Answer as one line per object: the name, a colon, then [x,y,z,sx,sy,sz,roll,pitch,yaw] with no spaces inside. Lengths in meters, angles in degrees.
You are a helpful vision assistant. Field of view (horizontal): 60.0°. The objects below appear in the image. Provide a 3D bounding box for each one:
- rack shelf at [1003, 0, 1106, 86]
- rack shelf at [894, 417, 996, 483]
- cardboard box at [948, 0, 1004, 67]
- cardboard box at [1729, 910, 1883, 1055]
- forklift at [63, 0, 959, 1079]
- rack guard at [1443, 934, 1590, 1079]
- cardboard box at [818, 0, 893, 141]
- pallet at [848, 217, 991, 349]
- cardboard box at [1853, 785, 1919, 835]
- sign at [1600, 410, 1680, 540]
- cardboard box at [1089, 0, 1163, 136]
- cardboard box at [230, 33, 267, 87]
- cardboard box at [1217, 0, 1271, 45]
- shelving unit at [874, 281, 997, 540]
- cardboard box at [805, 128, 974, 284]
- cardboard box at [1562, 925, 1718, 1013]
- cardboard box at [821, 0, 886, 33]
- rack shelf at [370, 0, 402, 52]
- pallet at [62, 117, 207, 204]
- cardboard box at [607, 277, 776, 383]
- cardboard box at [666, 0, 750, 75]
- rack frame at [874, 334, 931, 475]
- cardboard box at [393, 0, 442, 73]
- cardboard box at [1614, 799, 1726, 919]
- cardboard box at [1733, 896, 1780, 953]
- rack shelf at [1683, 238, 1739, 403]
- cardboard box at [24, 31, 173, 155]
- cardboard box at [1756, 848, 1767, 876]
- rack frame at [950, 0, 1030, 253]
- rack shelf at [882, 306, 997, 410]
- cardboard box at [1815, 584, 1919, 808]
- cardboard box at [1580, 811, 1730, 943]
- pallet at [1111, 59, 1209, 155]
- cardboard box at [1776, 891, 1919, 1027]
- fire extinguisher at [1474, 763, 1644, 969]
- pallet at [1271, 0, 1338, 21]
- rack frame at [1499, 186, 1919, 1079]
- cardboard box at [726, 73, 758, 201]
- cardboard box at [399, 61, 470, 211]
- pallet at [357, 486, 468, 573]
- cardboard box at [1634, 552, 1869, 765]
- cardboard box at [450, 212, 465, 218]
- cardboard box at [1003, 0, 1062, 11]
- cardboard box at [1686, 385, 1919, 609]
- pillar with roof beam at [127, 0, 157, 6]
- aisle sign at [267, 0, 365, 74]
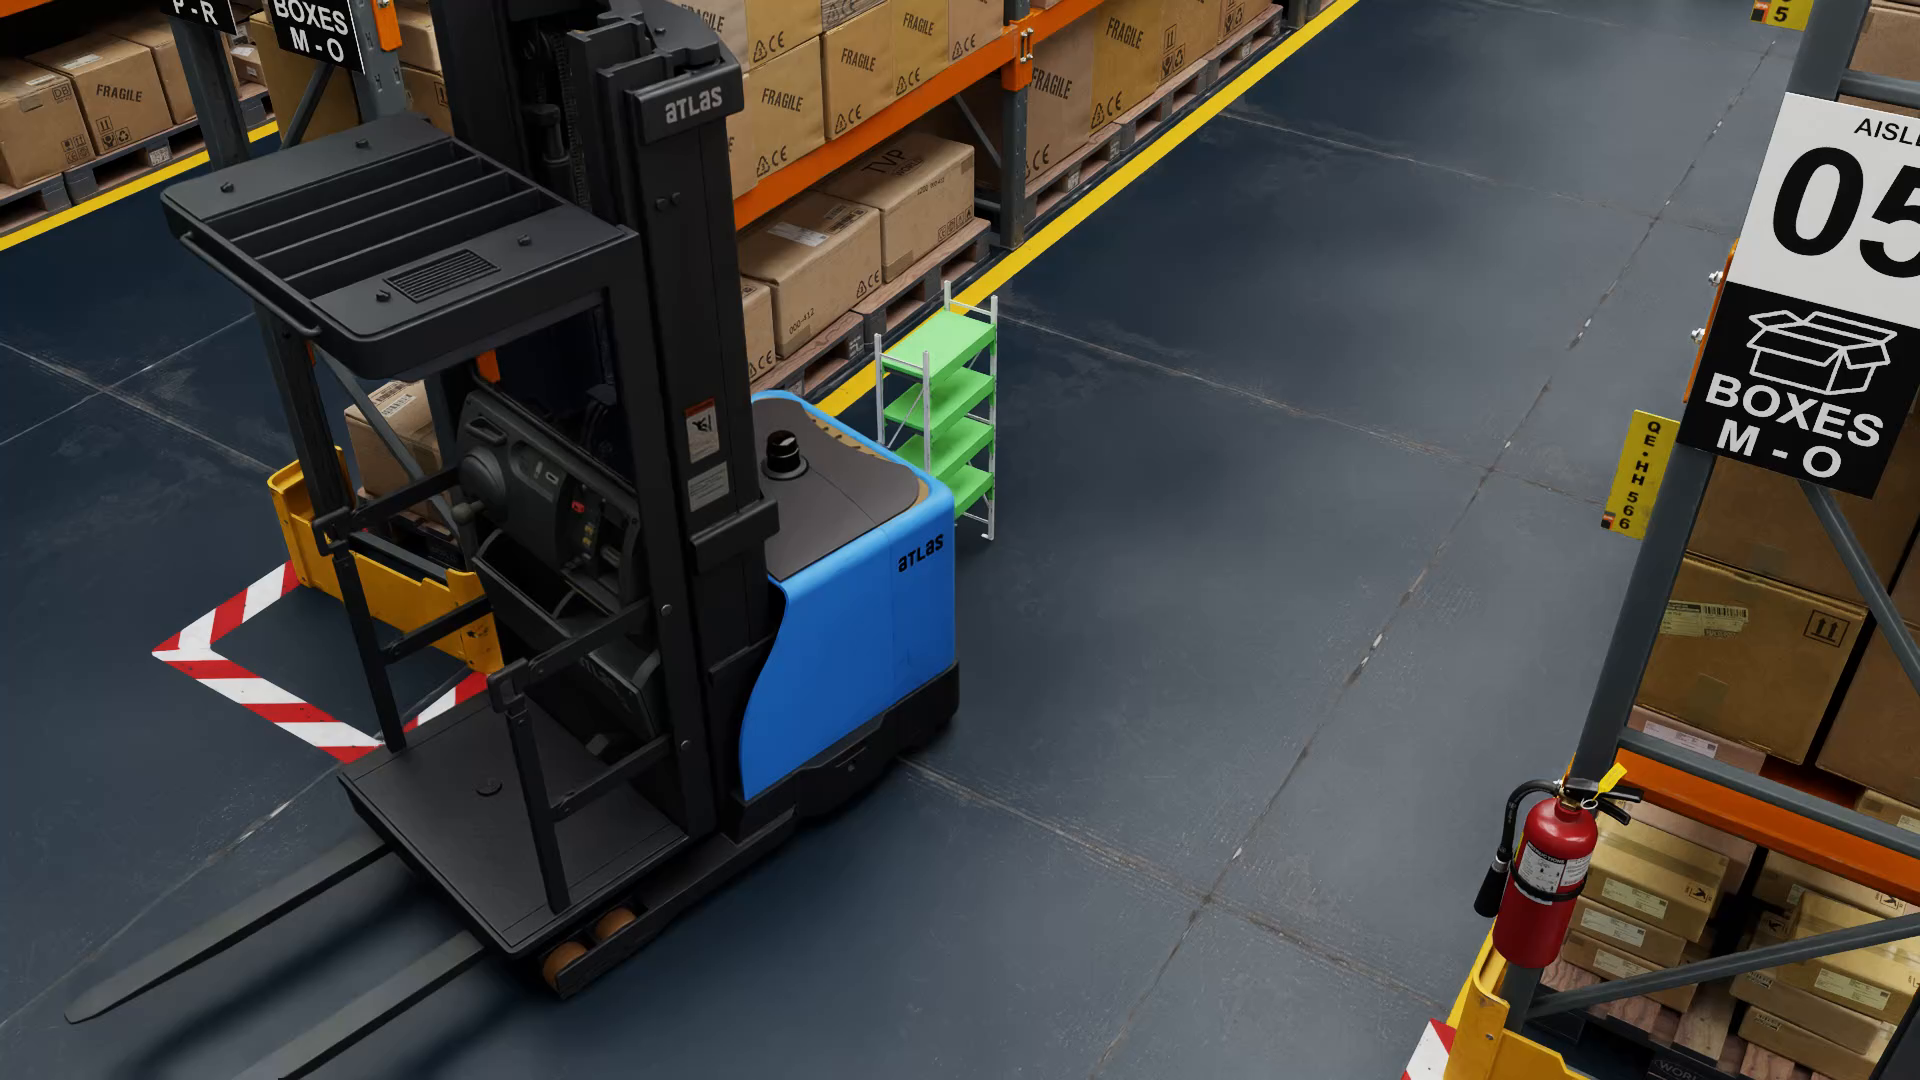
rack shelf: [0.980,-3.744,10.239,1.077,0.370,4.000,21,42,25]
rack shelf: [-0.089,-0.339,6.812,0.258,0.148,0.480,21,42,25]
cardboard box: [-0.124,-2.715,8.233,0.500,0.500,0.500,22,43,26]
cardboard box: [2.497,1.290,4.867,0.380,0.149,0.250,23,43,27]
forklift: [-1.404,-0.060,4.927,3.031,2.935,1.130,-31,47,-34]
rack guard: [2.040,1.582,4.788,1.175,0.500,0.348,21,42,25]
cardboard box: [-0.652,-2.184,7.544,0.500,0.500,0.500,21,42,24]
pallet: [-0.565,-1.527,9.058,1.003,0.211,1.213,21,42,25]
cardboard box: [2.450,0.671,4.128,0.380,0.149,0.250,21,42,25]
sign: [1.542,-0.144,3.773,0.100,0.325,0.005,21,42,25]
cardboard box: [0.651,-3.137,10.258,0.875,0.875,0.875,22,43,26]
cardboard box: [-4.526,-3.136,10.756,0.396,0.266,0.258,23,43,27]
cardboard box: [1.611,-4.056,11.450,0.875,0.875,0.875,21,42,25]
shelving unit: [-0.089,-0.390,6.773,0.258,1.200,0.503,21,42,25]
cardboard box: [-0.518,-1.861,8.961,0.875,0.438,0.875,21,42,24]
cardboard box: [2.105,1.255,5.157,0.380,0.149,0.250,22,43,26]
cardboard box: [-0.654,-2.575,7.233,0.500,0.500,0.500,22,43,26]
rack shelf: [-1.163,-2.870,6.648,1.077,0.370,4.000,21,42,25]
pallet: [-5.306,-2.530,10.359,1.003,0.211,1.213,21,42,25]
cardboard box: [-1.482,-0.935,7.760,0.875,0.438,0.875,22,43,26]
cardboard box: [-1.197,-2.062,6.567,0.500,0.500,0.500,21,42,25]
rack frame: [-0.219,-0.264,6.610,0.240,1.200,0.015,21,42,25]
cardboard box: [-1.810,-1.721,5.593,0.380,0.149,0.250,22,43,26]
cardboard box: [2.227,0.994,5.251,0.380,0.149,0.250,20,42,24]
cardboard box: [2.622,1.267,5.141,0.380,0.149,0.250,21,42,25]
rack shelf: [3.071,-1.303,4.615,1.077,0.370,4.000,21,42,25]
cardboard box: [-5.161,-2.686,9.980,0.500,0.500,0.500,22,43,26]
cardboard box: [2.748,1.012,5.227,0.380,0.149,0.250,22,43,26]
rack frame: [-0.091,-2.998,8.682,1.000,3.000,0.127,21,42,25]
rack shelf: [-0.089,-0.719,6.519,0.258,0.148,0.480,21,42,25]
cardboard box: [2.473,0.333,4.036,0.500,0.500,0.500,23,43,27]
cardboard box: [2.069,1.003,4.996,0.380,0.149,0.250,22,43,26]
pallet: [0.911,-2.947,10.900,1.003,0.211,1.213,21,42,25]
cardboard box: [2.567,1.200,4.741,0.380,0.149,0.250,19,42,23]
fire extinguisher: [1.475,0.789,4.139,0.296,0.674,0.183,21,42,25]
pallet: [2.472,-4.358,12.730,1.003,0.211,1.213,21,42,25]
rack frame: [1.999,0.631,3.974,1.000,3.000,0.127,21,42,25]
cardboard box: [-1.200,-1.655,6.858,0.500,0.500,0.500,21,42,25]
cardboard box: [-1.737,-1.525,5.871,0.500,0.500,0.500,20,42,24]
pallet: [-1.872,-0.269,7.426,1.003,0.211,1.213,21,42,25]
cardboard box: [2.023,0.158,4.262,0.500,0.500,0.500,22,43,26]
cardboard box: [-1.735,-1.129,6.175,0.500,0.500,0.500,21,42,25]
cardboard box: [0.367,-3.079,8.910,0.500,0.250,0.500,20,42,24]
cardboard box: [2.035,-0.239,3.959,0.500,0.500,0.500,20,42,24]
pillar with roof beam: [-1.784,-5.523,7.044,9.100,9.000,0.400,21,42,25]
aisle sign: [-2.028,-1.833,5.042,0.394,0.787,0.004,21,42,25]
